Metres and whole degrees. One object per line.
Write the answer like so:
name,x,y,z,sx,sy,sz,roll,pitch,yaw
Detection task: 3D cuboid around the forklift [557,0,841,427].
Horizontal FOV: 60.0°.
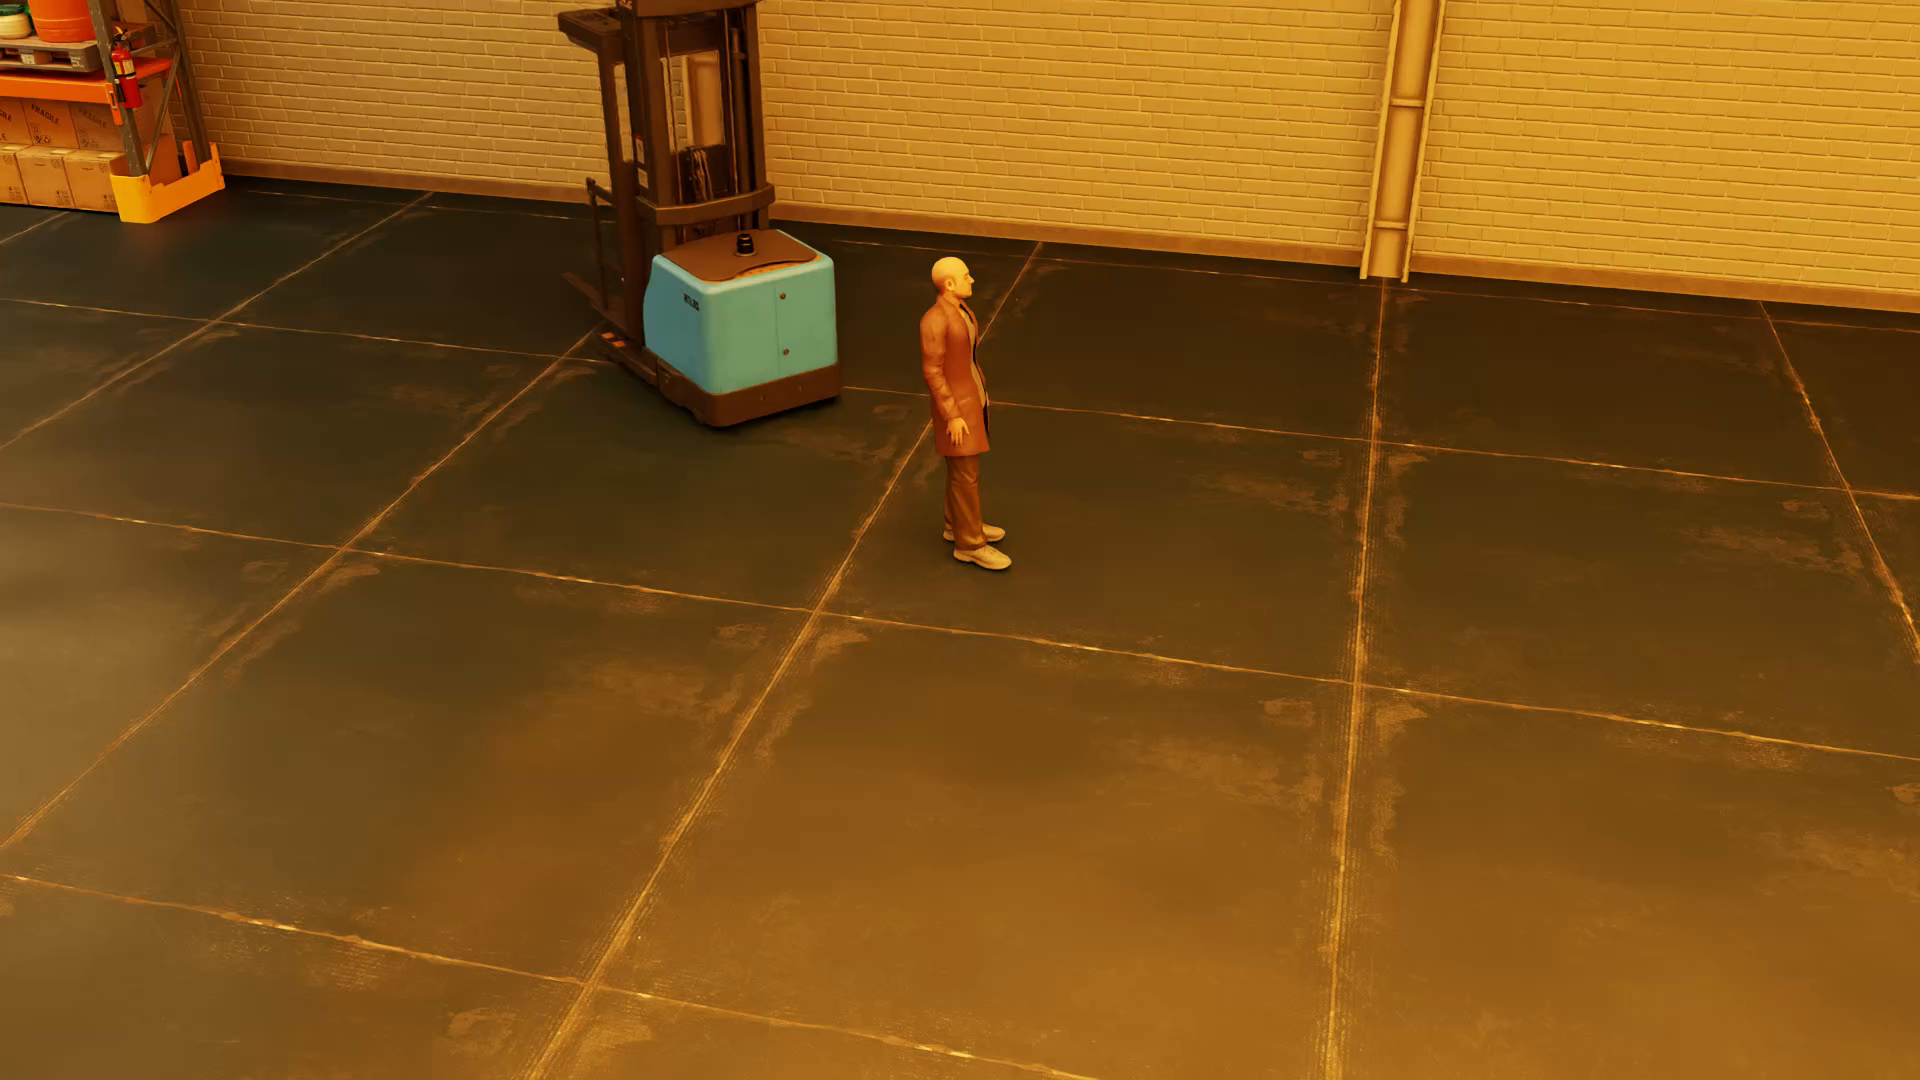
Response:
forklift,-2.101,-2.724,11.978,1.130,2.935,3.031,-19,35,-30

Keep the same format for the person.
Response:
person,0.088,-0.768,9.679,0.579,1.778,0.698,7,30,12
